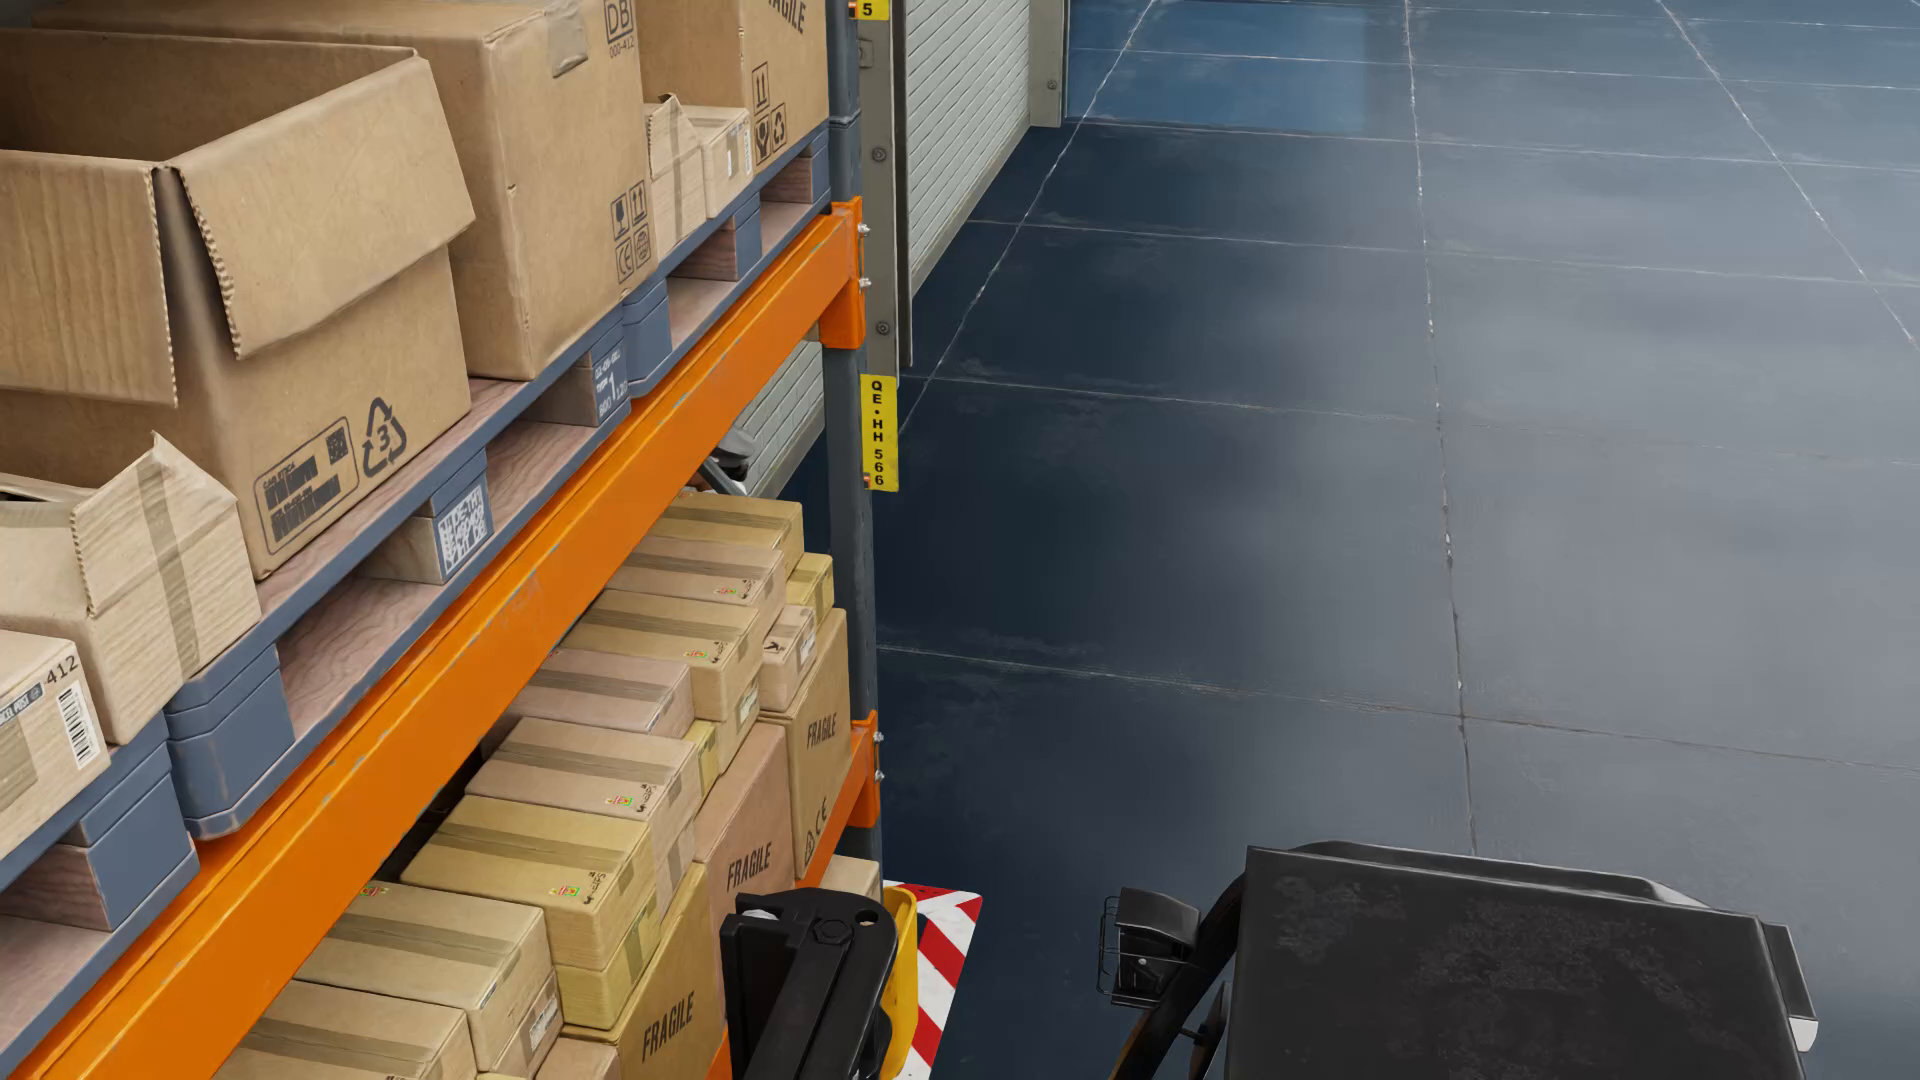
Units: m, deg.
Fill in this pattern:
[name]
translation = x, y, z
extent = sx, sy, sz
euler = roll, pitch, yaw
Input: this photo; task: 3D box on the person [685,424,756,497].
[person]
translation = -0.978, 0.304, 6.050
extent = 0.556, 1.686, 0.459
euler = 0, 29, 1
